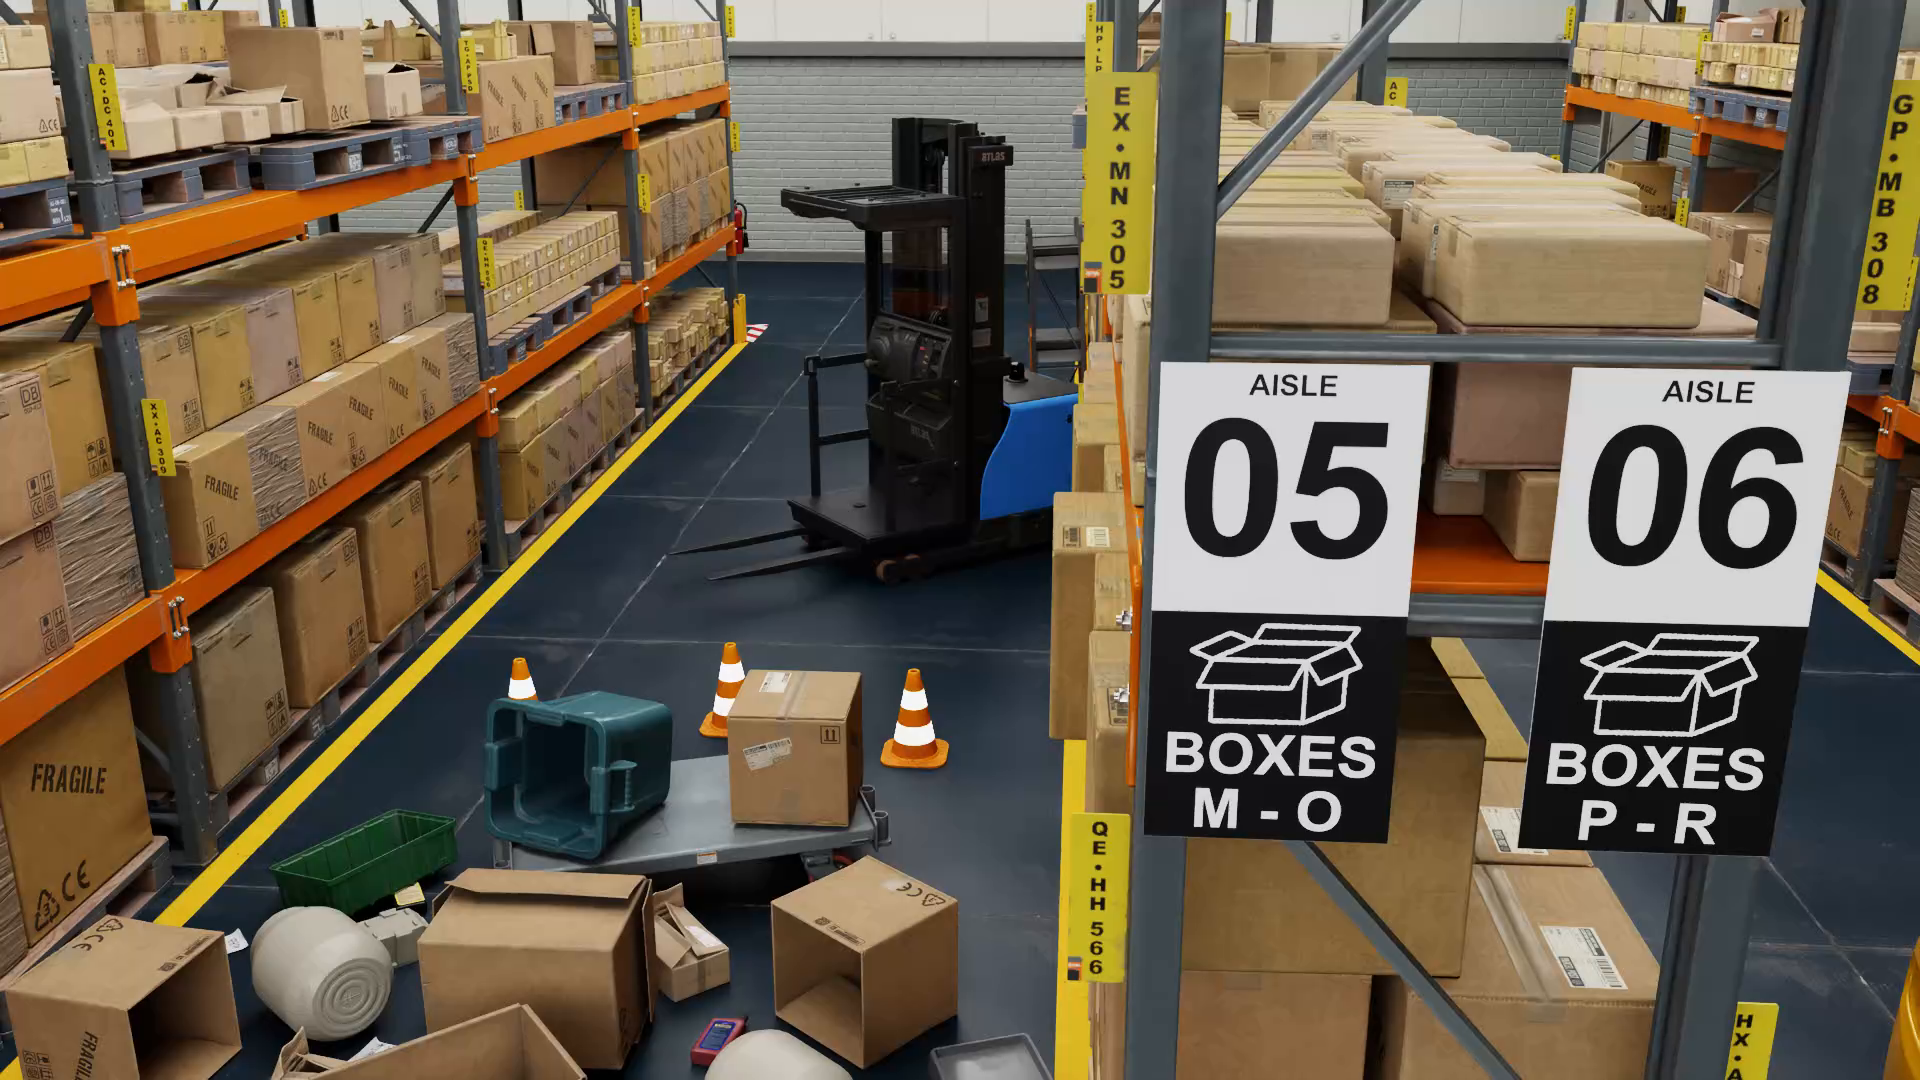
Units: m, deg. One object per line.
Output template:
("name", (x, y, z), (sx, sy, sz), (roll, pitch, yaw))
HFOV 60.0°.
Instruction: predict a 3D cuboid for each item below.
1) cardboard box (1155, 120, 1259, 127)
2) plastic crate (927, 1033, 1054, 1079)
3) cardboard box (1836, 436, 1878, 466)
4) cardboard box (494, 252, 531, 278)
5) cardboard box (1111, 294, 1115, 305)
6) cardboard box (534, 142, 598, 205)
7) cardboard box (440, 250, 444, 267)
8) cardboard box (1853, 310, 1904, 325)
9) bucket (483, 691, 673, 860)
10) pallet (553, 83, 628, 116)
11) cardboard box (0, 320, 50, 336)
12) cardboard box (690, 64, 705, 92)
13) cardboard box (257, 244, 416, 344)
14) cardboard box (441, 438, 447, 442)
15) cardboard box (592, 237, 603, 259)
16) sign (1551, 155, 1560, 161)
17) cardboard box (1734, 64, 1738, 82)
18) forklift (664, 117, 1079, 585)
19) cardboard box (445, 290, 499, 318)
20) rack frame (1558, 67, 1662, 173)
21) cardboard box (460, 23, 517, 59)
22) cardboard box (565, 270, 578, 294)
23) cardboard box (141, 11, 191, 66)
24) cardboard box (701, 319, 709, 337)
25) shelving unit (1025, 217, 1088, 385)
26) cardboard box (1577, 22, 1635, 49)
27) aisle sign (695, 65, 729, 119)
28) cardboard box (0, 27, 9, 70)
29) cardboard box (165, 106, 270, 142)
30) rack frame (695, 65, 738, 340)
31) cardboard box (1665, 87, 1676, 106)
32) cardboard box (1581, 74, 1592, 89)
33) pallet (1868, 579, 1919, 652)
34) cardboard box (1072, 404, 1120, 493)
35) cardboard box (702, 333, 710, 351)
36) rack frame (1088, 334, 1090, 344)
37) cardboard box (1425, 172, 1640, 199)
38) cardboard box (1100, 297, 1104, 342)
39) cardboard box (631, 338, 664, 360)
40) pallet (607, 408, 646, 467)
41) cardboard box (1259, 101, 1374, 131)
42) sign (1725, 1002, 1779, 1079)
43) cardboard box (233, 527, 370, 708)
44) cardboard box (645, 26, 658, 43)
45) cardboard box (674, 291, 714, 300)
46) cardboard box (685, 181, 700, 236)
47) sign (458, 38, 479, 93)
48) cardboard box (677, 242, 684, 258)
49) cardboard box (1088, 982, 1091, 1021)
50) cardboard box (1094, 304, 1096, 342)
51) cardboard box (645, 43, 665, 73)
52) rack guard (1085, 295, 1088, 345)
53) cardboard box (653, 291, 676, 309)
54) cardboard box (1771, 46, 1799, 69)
("cardboard box", (0.698, -1.179, 5.008), (0.380, 0.149, 0.250), (1, 18, 2))
("plastic crate", (0.146, 1.950, 5.843), (0.402, 0.080, 0.583), (-5, 19, -15))
("cardboard box", (6.086, -0.604, 11.246), (0.380, 0.149, 0.250), (0, 18, 1))
("cardboard box", (-3.297, -1.972, 11.897), (0.380, 0.149, 0.250), (1, 18, 2))
("cardboard box", (0.661, -0.799, 4.490), (0.500, 0.250, 0.500), (1, 18, 4))
("cardboard box", (-3.531, -3.286, 14.891), (0.500, 0.500, 0.500), (1, 18, 2))
("cardboard box", (-3.949, -1.996, 11.970), (0.380, 0.149, 0.250), (2, 18, 6))
("cardboard box", (6.067, -1.502, 11.257), (0.500, 0.250, 0.500), (0, 18, 1))
("bucket", (-1.578, 0.941, 7.049), (0.726, 0.611, 0.620), (8, 10, 23))
("pallet", (-3.445, -3.617, 13.629), (1.213, 0.211, 1.003), (1, 18, 4))
("cardboard box", (-8.324, -1.325, 13.889), (1.225, 0.875, 0.875), (1, 18, 2))
("cardboard box", (-2.855, -4.607, 16.590), (0.500, 0.250, 0.500), (2, 18, 6))
("cardboard box", (-3.659, -1.454, 9.778), (0.700, 0.500, 0.500), (1, 18, 3))
("cardboard box", (-3.794, -0.814, 11.726), (0.500, 0.250, 0.500), (1, 18, 3))
("cardboard box", (-3.165, -2.405, 13.697), (0.380, 0.149, 0.250), (2, 18, 6))
("sign", (6.346, -3.947, 17.762), (0.100, 0.325, 0.005), (1, 18, 4))
("cardboard box", (6.209, -3.590, 12.814), (0.380, 0.149, 0.250), (1, 18, 4))
("forklift", (-0.517, -1.283, 11.130), (3.031, 2.935, 1.130), (-12, 22, -32))
("cardboard box", (-3.347, -1.595, 11.225), (0.380, 0.149, 0.250), (2, 18, 6))
("rack frame", (6.888, -3.524, 17.860), (1.000, 3.000, 0.127), (1, 18, 4))
("cardboard box", (-3.262, -3.424, 11.349), (0.396, 0.266, 0.258), (1, 18, 4))
("cardboard box", (-3.216, -2.018, 12.993), (0.380, 0.149, 0.250), (2, 18, 6))
("cardboard box", (-8.016, -4.903, 16.256), (0.700, 0.500, 0.500), (2, 18, 6))
("cardboard box", (-2.821, -2.206, 17.264), (0.380, 0.149, 0.250), (2, 18, 5))
("shelving unit", (0.747, -1.364, 12.679), (0.431, 2.100, 0.503), (-3, 18, 1))
("cardboard box", (6.605, -5.125, 16.889), (0.500, 0.250, 0.500), (1, 18, 3))
("aisle sign", (-2.703, -4.964, 18.080), (0.394, 0.787, 0.004), (1, 18, 4))
("cardboard box", (-3.595, -1.718, 5.821), (0.380, 0.149, 0.250), (1, 18, 4))
("cardboard box", (-3.508, -1.968, 7.864), (0.380, 0.149, 0.250), (1, 18, 4))
("rack frame", (-3.008, -3.713, 18.436), (1.000, 3.000, 0.127), (1, 18, 4))
("cardboard box", (6.381, -3.865, 14.487), (0.380, 0.149, 0.250), (2, 18, 6))
("cardboard box", (6.633, -4.736, 17.146), (0.380, 0.149, 0.250), (2, 18, 5))
("pallet", (6.216, 0.541, 9.934), (1.003, 0.211, 1.213), (1, 18, 4))
("cardboard box", (0.707, -0.125, 5.244), (0.700, 0.500, 0.500), (1, 18, 3))
("cardboard box", (-2.820, -2.069, 17.325), (0.380, 0.149, 0.250), (0, 18, 1))
("rack frame", (1.937, -3.633, 18.195), (1.000, 3.000, 0.127), (1, 18, 4))
("cardboard box", (1.192, -0.686, 3.506), (0.380, 0.149, 0.250), (1, 18, 4))
("cardboard box", (1.070, -1.241, 9.579), (0.500, 0.500, 0.500), (2, 18, 7))
("cardboard box", (-2.985, -1.784, 15.500), (0.380, 0.149, 0.250), (2, 18, 7))
("pallet", (-3.349, -0.903, 14.341), (1.003, 0.211, 1.213), (1, 18, 4))
("cardboard box", (1.271, -1.488, 5.953), (0.380, 0.149, 0.250), (2, 18, 5))
("sign", (1.331, 0.936, 2.858), (0.100, 0.325, 0.005), (1, 18, 4))
("cardboard box", (-3.841, 0.390, 8.855), (1.050, 0.750, 0.750), (1, 18, 4))
("cardboard box", (-2.954, -4.579, 15.061), (0.380, 0.149, 0.250), (1, 18, 2))
("cardboard box", (-2.868, -2.593, 17.969), (0.380, 0.149, 0.250), (2, 18, 5))
("cardboard box", (-2.898, -3.284, 16.490), (0.500, 0.500, 0.500), (2, 18, 7))
("sign", (-3.029, -2.922, 10.248), (0.100, 0.325, 0.005), (1, 18, 4))
("cardboard box", (-2.902, -2.842, 16.181), (0.380, 0.149, 0.250), (2, 18, 6))
("cardboard box", (0.738, 1.544, 6.136), (0.500, 0.250, 0.500), (2, 18, 7))
("cardboard box", (1.144, -1.471, 11.034), (0.500, 0.250, 0.500), (1, 18, 4))
("cardboard box", (-2.980, -4.361, 15.035), (0.500, 0.250, 0.500), (1, 18, 4))
("rack guard", (1.938, -2.453, 18.607), (1.175, 0.500, 0.348), (1, 18, 4))
("cardboard box", (-3.284, -2.597, 17.979), (0.380, 0.149, 0.250), (2, 18, 5))
("cardboard box", (6.118, -3.491, 12.034), (0.380, 0.149, 0.250), (1, 18, 4))
